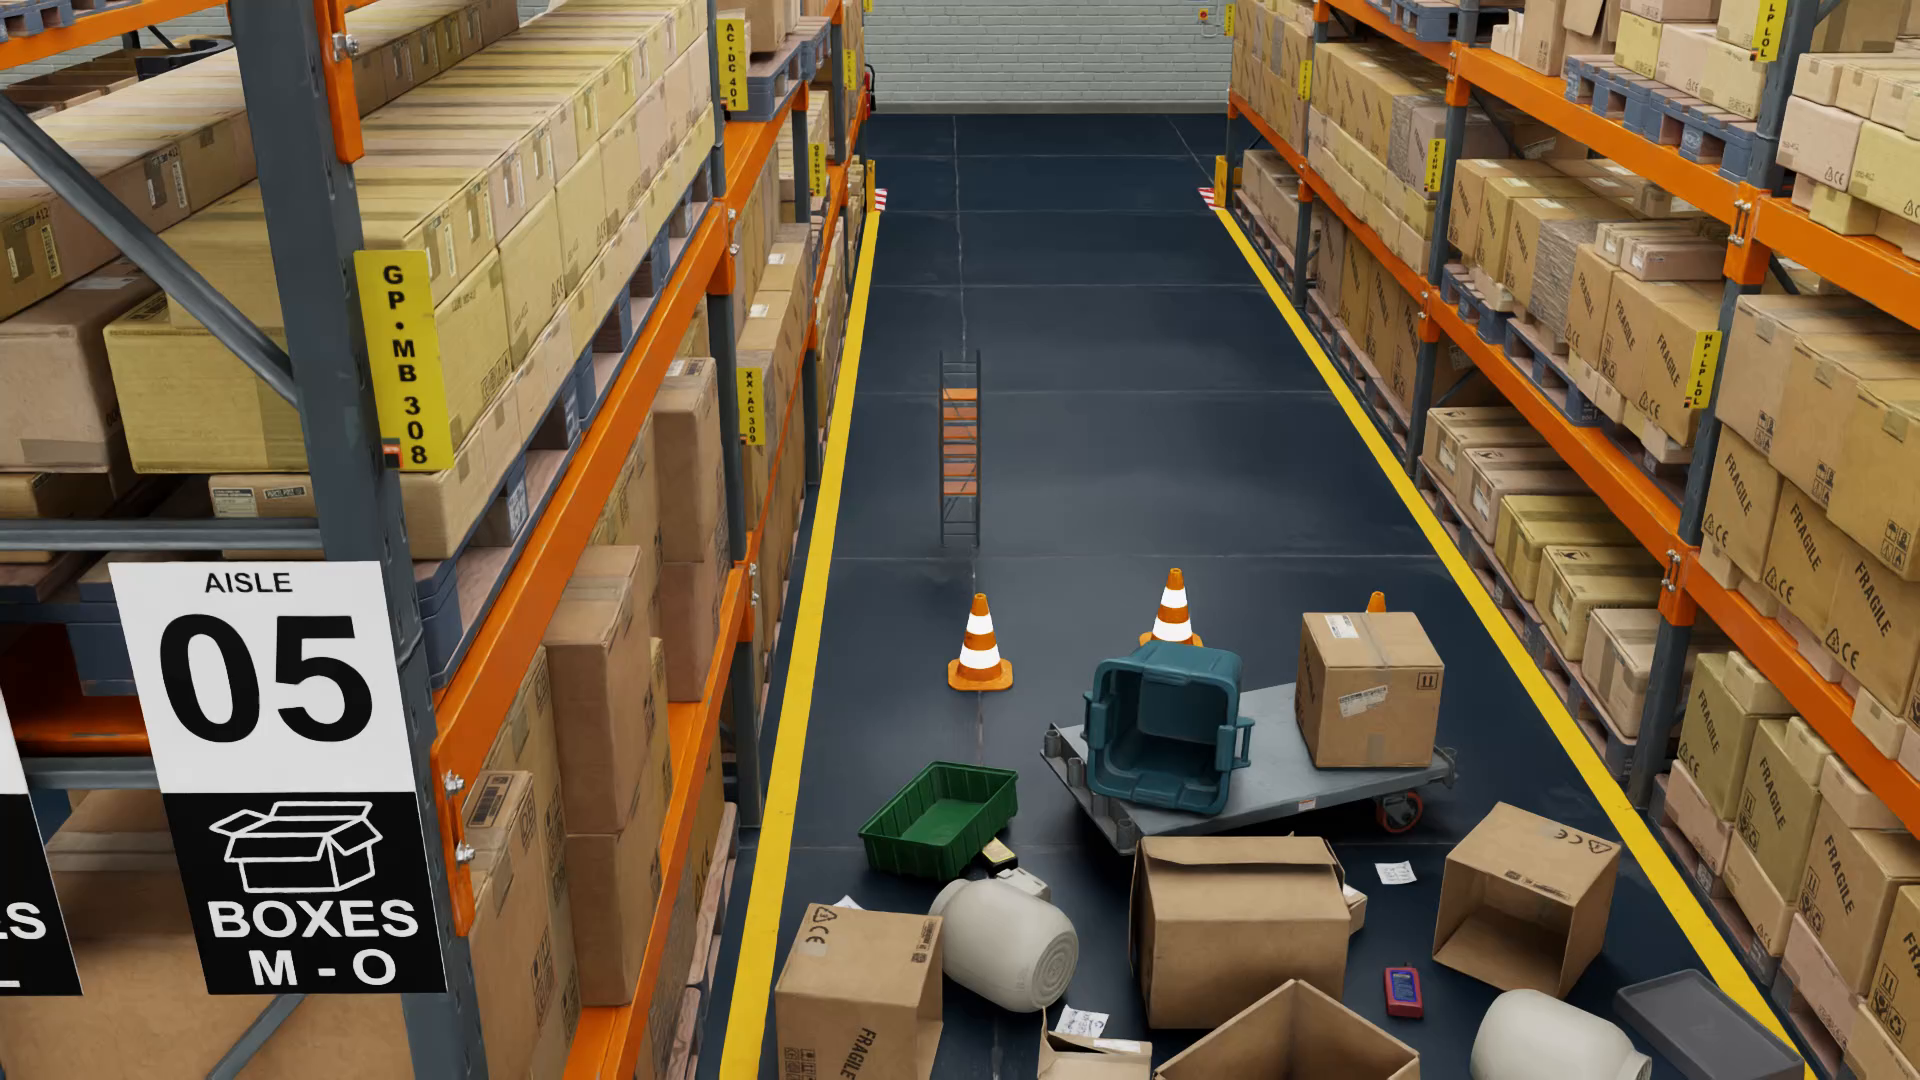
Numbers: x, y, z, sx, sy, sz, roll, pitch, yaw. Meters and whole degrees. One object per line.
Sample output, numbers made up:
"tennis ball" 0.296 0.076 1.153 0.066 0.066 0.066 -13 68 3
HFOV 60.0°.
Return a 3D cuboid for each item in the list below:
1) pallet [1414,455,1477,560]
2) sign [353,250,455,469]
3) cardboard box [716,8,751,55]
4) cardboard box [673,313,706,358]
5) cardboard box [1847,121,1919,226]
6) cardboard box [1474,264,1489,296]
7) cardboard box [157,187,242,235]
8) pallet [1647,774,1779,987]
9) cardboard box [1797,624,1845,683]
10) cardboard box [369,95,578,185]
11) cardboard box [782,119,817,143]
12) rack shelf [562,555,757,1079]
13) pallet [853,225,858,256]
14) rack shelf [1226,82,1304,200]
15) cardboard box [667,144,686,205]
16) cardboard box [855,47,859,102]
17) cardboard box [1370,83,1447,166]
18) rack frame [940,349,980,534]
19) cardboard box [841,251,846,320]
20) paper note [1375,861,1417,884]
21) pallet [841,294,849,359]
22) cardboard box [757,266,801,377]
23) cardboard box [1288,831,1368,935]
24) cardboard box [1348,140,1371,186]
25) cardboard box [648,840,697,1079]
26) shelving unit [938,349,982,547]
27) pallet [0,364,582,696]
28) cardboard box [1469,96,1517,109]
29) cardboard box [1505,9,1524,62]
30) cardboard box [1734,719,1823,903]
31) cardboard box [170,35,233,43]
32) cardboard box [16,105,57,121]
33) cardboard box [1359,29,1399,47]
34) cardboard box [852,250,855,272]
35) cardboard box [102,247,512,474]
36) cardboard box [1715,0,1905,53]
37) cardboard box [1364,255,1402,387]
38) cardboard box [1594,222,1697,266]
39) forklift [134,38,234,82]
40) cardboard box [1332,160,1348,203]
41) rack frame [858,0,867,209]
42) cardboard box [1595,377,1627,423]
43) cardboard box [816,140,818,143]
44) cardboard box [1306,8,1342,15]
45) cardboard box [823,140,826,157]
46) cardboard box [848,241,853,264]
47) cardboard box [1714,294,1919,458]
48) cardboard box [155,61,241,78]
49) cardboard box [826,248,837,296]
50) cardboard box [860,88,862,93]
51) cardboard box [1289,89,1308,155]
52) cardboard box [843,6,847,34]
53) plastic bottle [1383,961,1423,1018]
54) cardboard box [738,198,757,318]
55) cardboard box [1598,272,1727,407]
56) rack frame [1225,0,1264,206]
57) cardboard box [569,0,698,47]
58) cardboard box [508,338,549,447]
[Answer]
"pallet" 3.522 -0.220 10.480 1.003 0.211 1.213 0 24 -1
"sign" -0.791 -0.253 2.373 0.100 0.325 0.005 0 24 -1
"cardboard box" -1.198 -2.415 7.841 0.396 0.266 0.258 0 24 -1
"cardboard box" -1.420 -0.508 6.242 0.875 0.550 0.550 0 24 -1
"cardboard box" 3.305 -1.203 5.451 0.500 0.250 0.500 0 24 -1
"cardboard box" 3.259 -1.525 9.777 0.380 0.149 0.250 -2 24 -4
"cardboard box" -1.635 -0.529 3.330 0.500 0.250 0.500 0 24 0
"pallet" 3.602 1.383 6.936 1.003 0.211 1.213 0 24 -1
"cardboard box" 3.297 0.397 6.037 0.380 0.149 0.250 0 24 1
"cardboard box" -1.042 -0.862 3.583 0.380 0.149 0.250 -1 24 -1
"cardboard box" -1.264 -3.043 12.412 0.380 0.149 0.250 -1 24 -3
"rack shelf" -1.368 1.052 5.158 1.077 0.370 4.000 0 24 -1
"pallet" -1.536 -2.907 16.421 1.003 0.211 1.213 0 24 -1
"rack shelf" 3.450 -3.957 16.232 1.077 0.370 4.000 0 24 -1
"cardboard box" -1.056 -1.125 5.131 0.380 0.149 0.250 0 24 0
"cardboard box" -1.248 -4.415 15.890 0.500 0.500 0.500 1 24 2
"cardboard box" 3.235 -2.941 11.779 0.500 0.500 0.500 0 24 -1
"rack frame" -0.001 -0.578 10.073 0.240 1.200 0.006 0 24 -1
"cardboard box" -1.217 -2.145 13.877 0.500 0.500 0.500 -1 24 -2
"paper note" 1.859 1.415 7.085 0.148 0.019 0.142 0 24 -1
"pallet" -1.467 -1.805 13.986 1.003 0.211 1.213 0 24 -1
"cardboard box" -1.151 -1.198 9.138 0.500 0.500 0.500 -1 24 -1
"cardboard box" 1.422 1.427 6.773 0.258 0.266 0.396 -19 31 -36
"cardboard box" 3.215 -2.806 12.390 0.500 0.250 0.500 -1 24 -2
"cardboard box" -1.439 1.307 5.788 0.875 0.875 0.875 0 24 0
"shelving unit" 0.000 -0.541 9.990 0.258 1.200 0.189 0 24 -1
"pallet" -1.365 -0.084 3.263 1.003 0.211 1.213 0 24 -1
"cardboard box" 3.739 -2.722 11.294 0.500 0.500 0.500 0 24 0
"cardboard box" 3.351 -2.882 9.505 0.396 0.266 0.258 0 24 -1
"cardboard box" 3.313 1.021 6.270 0.500 0.500 0.500 1 24 2
"cardboard box" -6.712 -4.220 14.851 0.500 0.500 0.500 0 24 0
"cardboard box" -6.386 -2.572 10.958 0.797 0.503 0.637 1 24 1
"cardboard box" 3.709 -4.159 14.471 0.500 0.500 0.500 0 24 0
"cardboard box" -1.163 -2.550 15.198 0.380 0.149 0.250 0 24 1
"cardboard box" -1.095 -0.323 2.874 0.500 0.250 0.500 0 24 -1
"cardboard box" 3.425 -2.120 6.723 0.500 0.250 0.500 0 24 1
"cardboard box" 3.585 -1.688 12.411 0.875 0.875 0.875 0 24 0
"cardboard box" 3.281 -1.418 7.966 0.380 0.149 0.250 -1 24 -3
"forklift" -4.662 -1.348 9.674 3.031 2.935 1.130 0 24 0
"cardboard box" 3.209 -2.785 12.950 0.500 0.250 0.500 0 24 -1
"rack frame" -1.521 -5.045 17.765 1.000 3.000 0.127 0 24 -1
"cardboard box" 3.253 -0.667 7.879 0.380 0.149 0.250 -1 24 -1
"cardboard box" -1.257 -2.903 12.463 0.380 0.149 0.250 0 24 0
"cardboard box" 3.263 -4.595 14.647 0.380 0.149 0.250 0 24 0
"cardboard box" -1.271 -3.101 13.262 0.380 0.149 0.250 0 24 -1
"cardboard box" -1.161 -2.575 14.893 0.380 0.149 0.250 1 24 2
"cardboard box" 3.347 -0.618 6.282 0.700 0.500 0.500 -1 24 -1
"cardboard box" -1.706 -1.070 4.042 0.380 0.149 0.250 0 24 0
"cardboard box" -1.204 -2.055 12.768 0.500 0.250 0.500 -1 24 -3
"cardboard box" -1.235 -4.797 17.522 0.380 0.149 0.250 0 24 0
"cardboard box" 3.211 -3.696 14.661 0.500 0.500 0.500 0 24 0
"cardboard box" -1.259 -4.434 14.718 0.500 0.500 0.500 -1 24 -2
"plastic bottle" 1.698 1.715 6.384 0.133 0.061 0.283 4 25 9
"cardboard box" -1.418 -1.434 8.446 0.700 0.500 0.500 0 24 -1
"cardboard box" 3.318 -0.930 7.675 0.500 0.500 0.500 0 24 0
"rack frame" 3.428 -5.109 17.906 1.000 3.000 0.127 0 24 -1
"cardboard box" -1.064 -1.699 5.433 0.380 0.149 0.250 0 24 -1
"cardboard box" -1.035 -0.292 3.290 0.380 0.149 0.250 0 24 0
